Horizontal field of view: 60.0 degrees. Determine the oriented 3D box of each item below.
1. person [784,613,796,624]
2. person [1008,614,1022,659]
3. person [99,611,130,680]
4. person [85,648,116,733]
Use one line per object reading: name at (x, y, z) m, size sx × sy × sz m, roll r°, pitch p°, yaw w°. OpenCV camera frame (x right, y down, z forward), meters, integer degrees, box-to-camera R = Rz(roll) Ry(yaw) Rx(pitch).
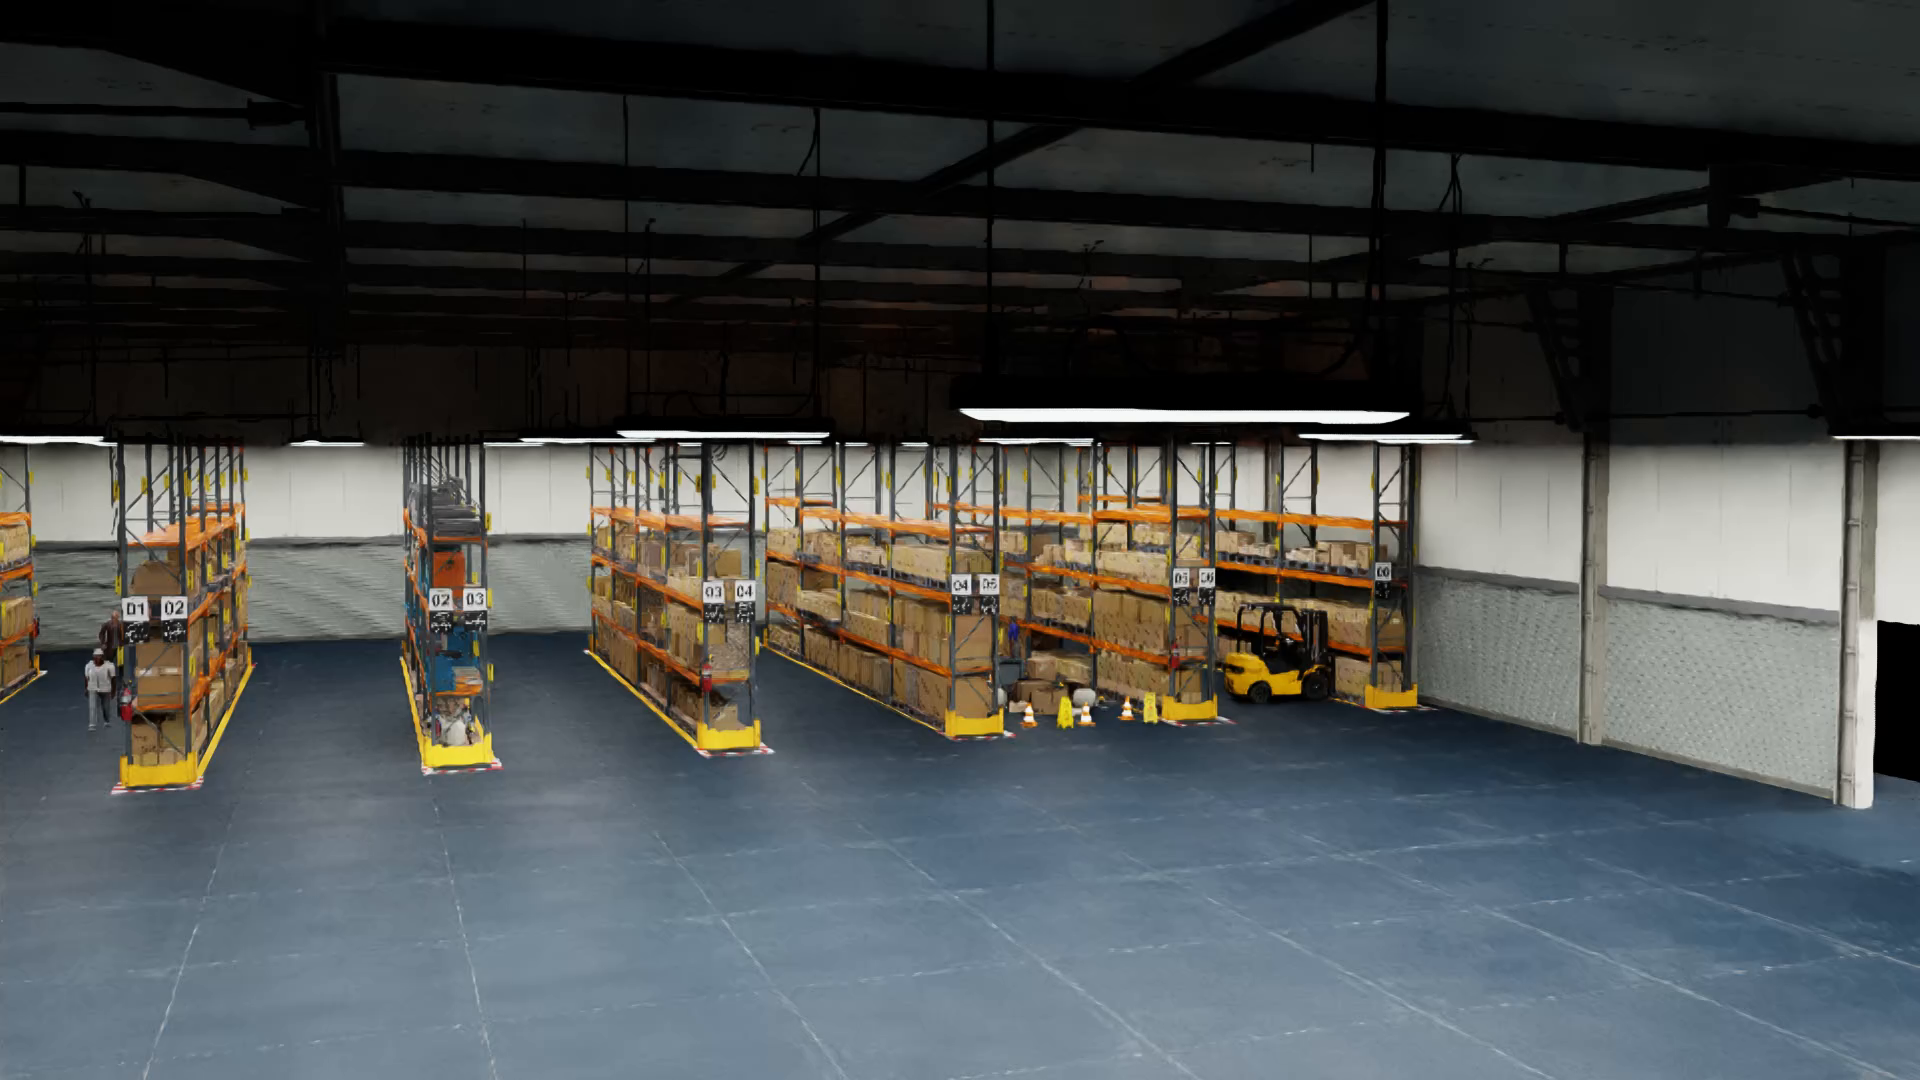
person at (-5.352, 2.012, 51.853) m, size 0.638 × 1.659 × 0.427 m, roll 3°, pitch 4°, yaw 39°
person at (1.298, 2.640, 40.644) m, size 0.551 × 1.634 × 0.574 m, roll 1°, pitch 3°, yaw 10°
person at (-20.732, 2.598, 40.848) m, size 0.729 × 1.733 × 0.546 m, roll -1°, pitch 3°, yaw -22°
person at (-17.345, 3.007, 33.551) m, size 0.575 × 1.689 × 1.128 m, roll -1°, pitch 3°, yaw -22°
